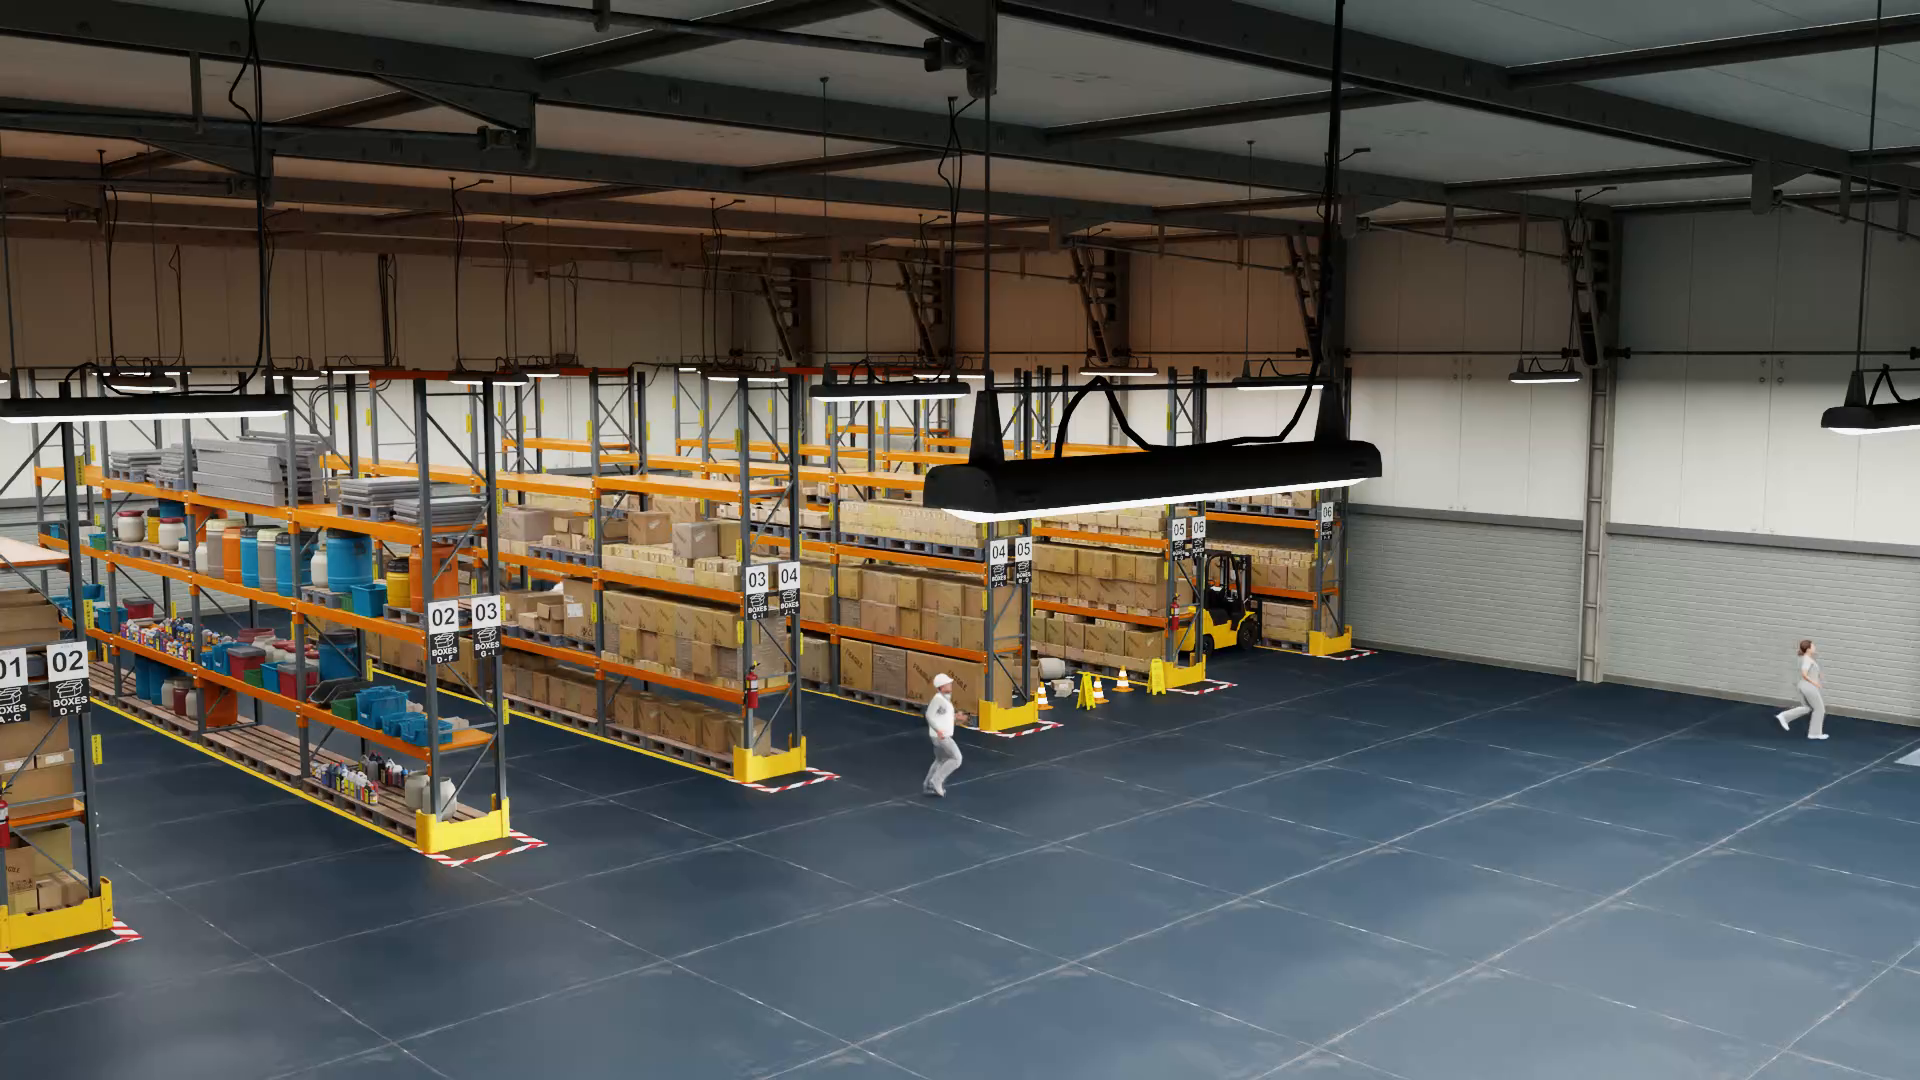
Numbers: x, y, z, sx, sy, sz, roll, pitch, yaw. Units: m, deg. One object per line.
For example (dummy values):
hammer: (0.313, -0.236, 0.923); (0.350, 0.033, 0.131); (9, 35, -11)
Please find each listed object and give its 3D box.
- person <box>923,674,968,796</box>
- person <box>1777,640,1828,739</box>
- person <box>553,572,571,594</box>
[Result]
person: (-0.206, 2.776, 23.798); (0.639, 1.744, 0.639); (0, 6, -3)
person: (13.865, 2.444, 27.276); (0.779, 1.632, 0.573); (2, 7, 14)
person: (-8.288, 1.490, 35.253); (1.006, 1.738, 0.714); (6, 9, 44)
